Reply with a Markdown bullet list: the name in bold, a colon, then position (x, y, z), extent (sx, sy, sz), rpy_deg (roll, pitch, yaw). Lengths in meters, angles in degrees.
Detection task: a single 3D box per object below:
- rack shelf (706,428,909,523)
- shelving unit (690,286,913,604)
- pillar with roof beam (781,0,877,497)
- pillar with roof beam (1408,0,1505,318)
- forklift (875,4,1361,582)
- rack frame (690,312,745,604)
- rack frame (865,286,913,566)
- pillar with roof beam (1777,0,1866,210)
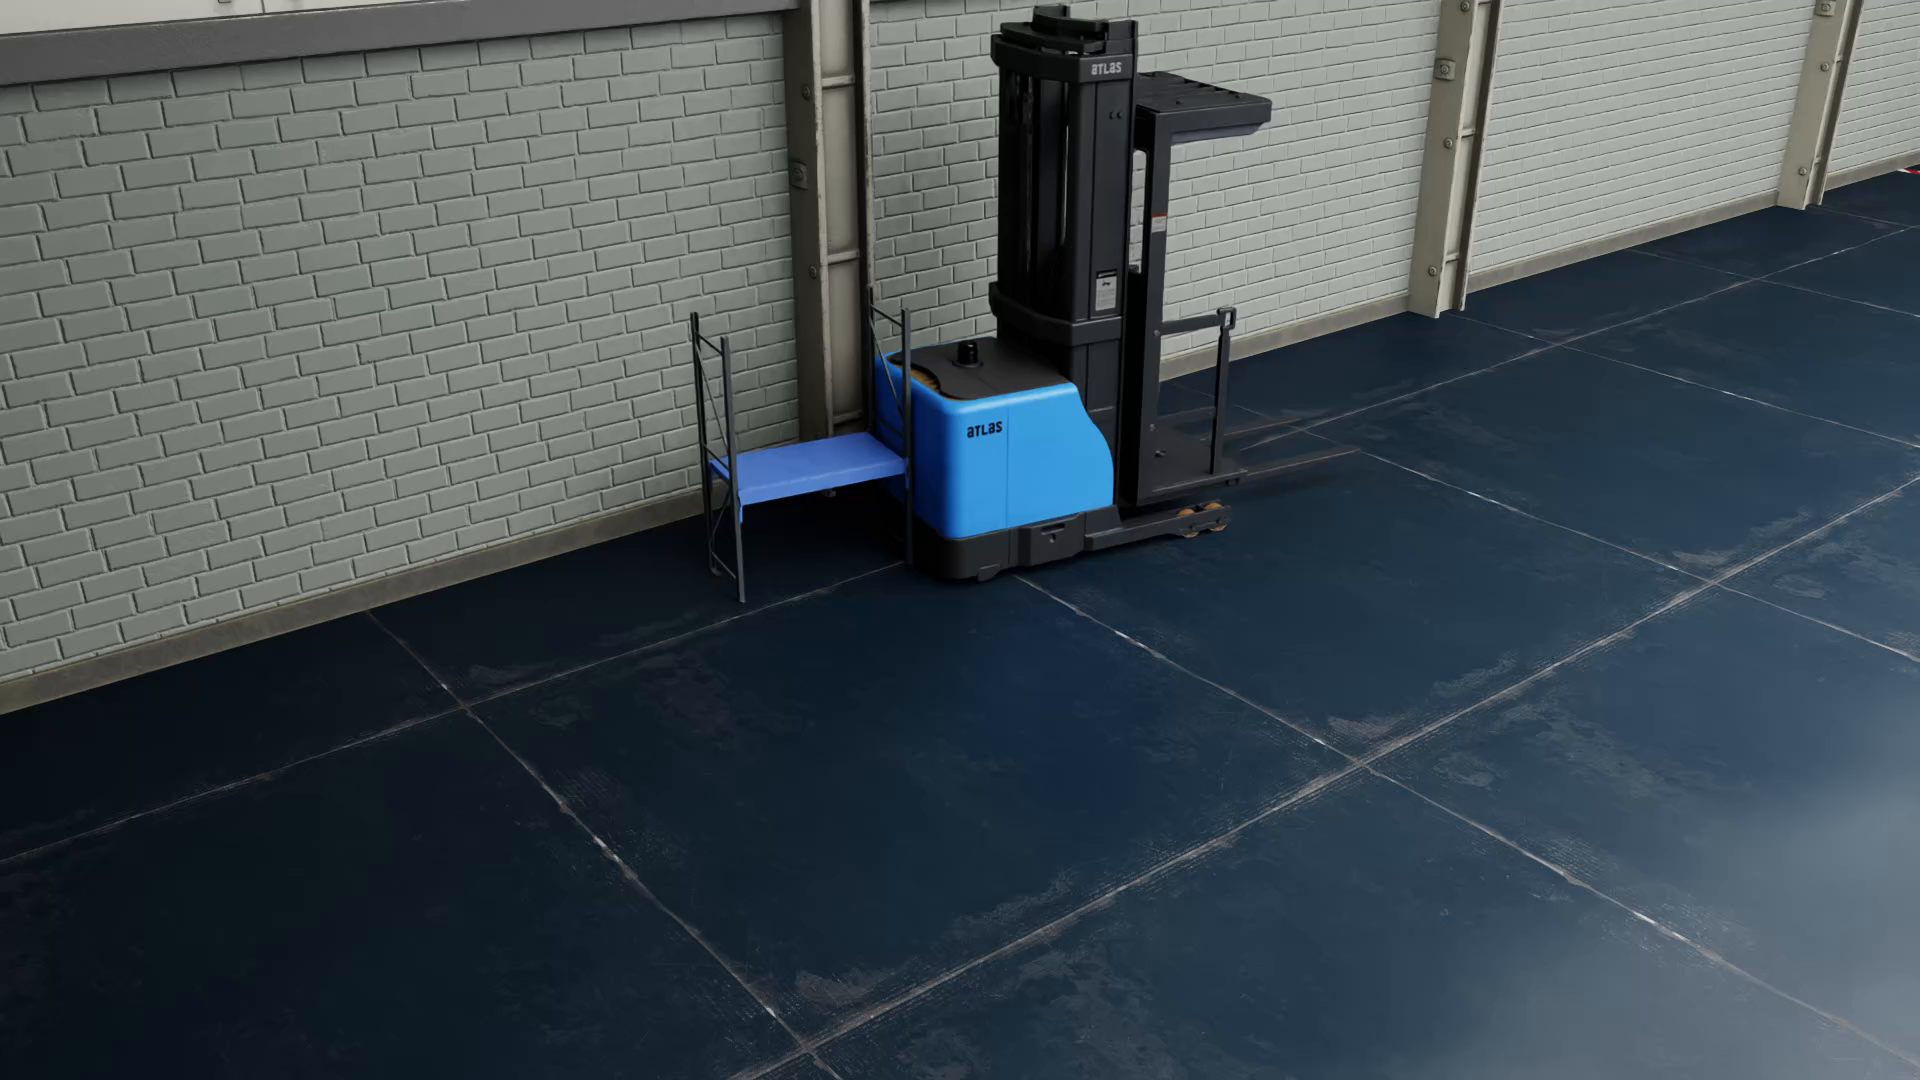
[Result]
- **rack shelf**: position (-0.845, -0.367, 9.187), extent (1.000, 0.185, 0.538), rpy_deg (-13, 28, -25)
- **shelving unit**: position (-0.845, -0.530, 9.111), extent (1.048, 1.500, 0.538), rpy_deg (-13, 28, -25)
- **pillar with roof beam**: position (1.902, -3.022, 5.572), extent (0.400, 9.000, 9.100), rpy_deg (-18, 31, -34)
- **pillar with roof beam**: position (6.624, -4.581, 8.930), extent (0.400, 9.000, 9.100), rpy_deg (-18, 31, -34)
- **forklift**: position (1.029, -1.525, 9.554), extent (3.031, 2.935, 1.130), rpy_deg (-13, 28, -25)
- **rack frame**: position (-1.294, -0.430, 8.896), extent (0.032, 1.500, 0.500), rpy_deg (-13, 28, -25)
- **rack frame**: position (-0.396, -0.630, 9.327), extent (0.032, 1.500, 0.500), rpy_deg (-13, 28, -25)
- **pillar with roof beam**: position (11.345, -6.139, 12.289), extent (0.400, 9.000, 9.100), rpy_deg (-18, 31, -34)
